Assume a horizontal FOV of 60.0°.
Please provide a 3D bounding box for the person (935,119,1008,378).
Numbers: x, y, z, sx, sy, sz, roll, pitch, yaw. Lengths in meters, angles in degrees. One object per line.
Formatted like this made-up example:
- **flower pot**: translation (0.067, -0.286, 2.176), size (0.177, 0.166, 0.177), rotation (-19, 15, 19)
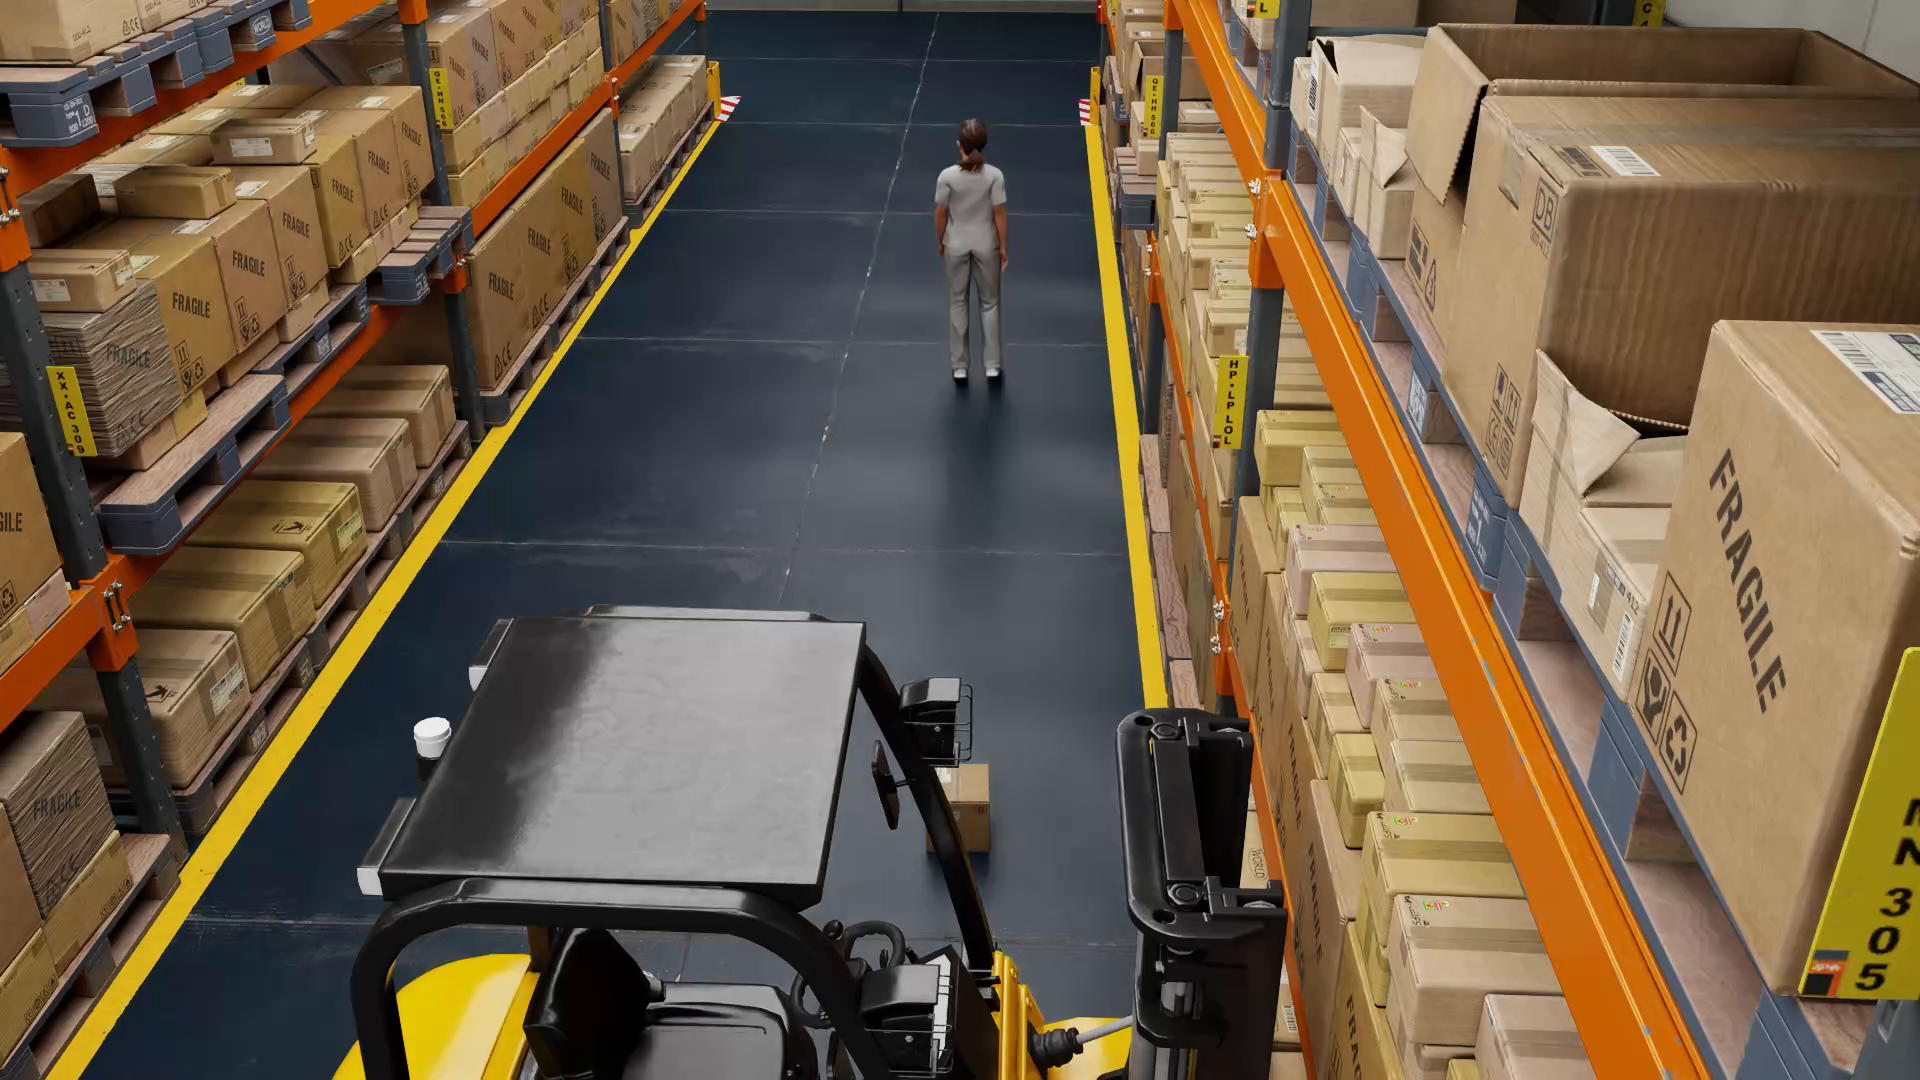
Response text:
- **person**: translation (0.072, -1.822, 10.495), size (0.459, 1.683, 0.440), rotation (1, 28, 1)
